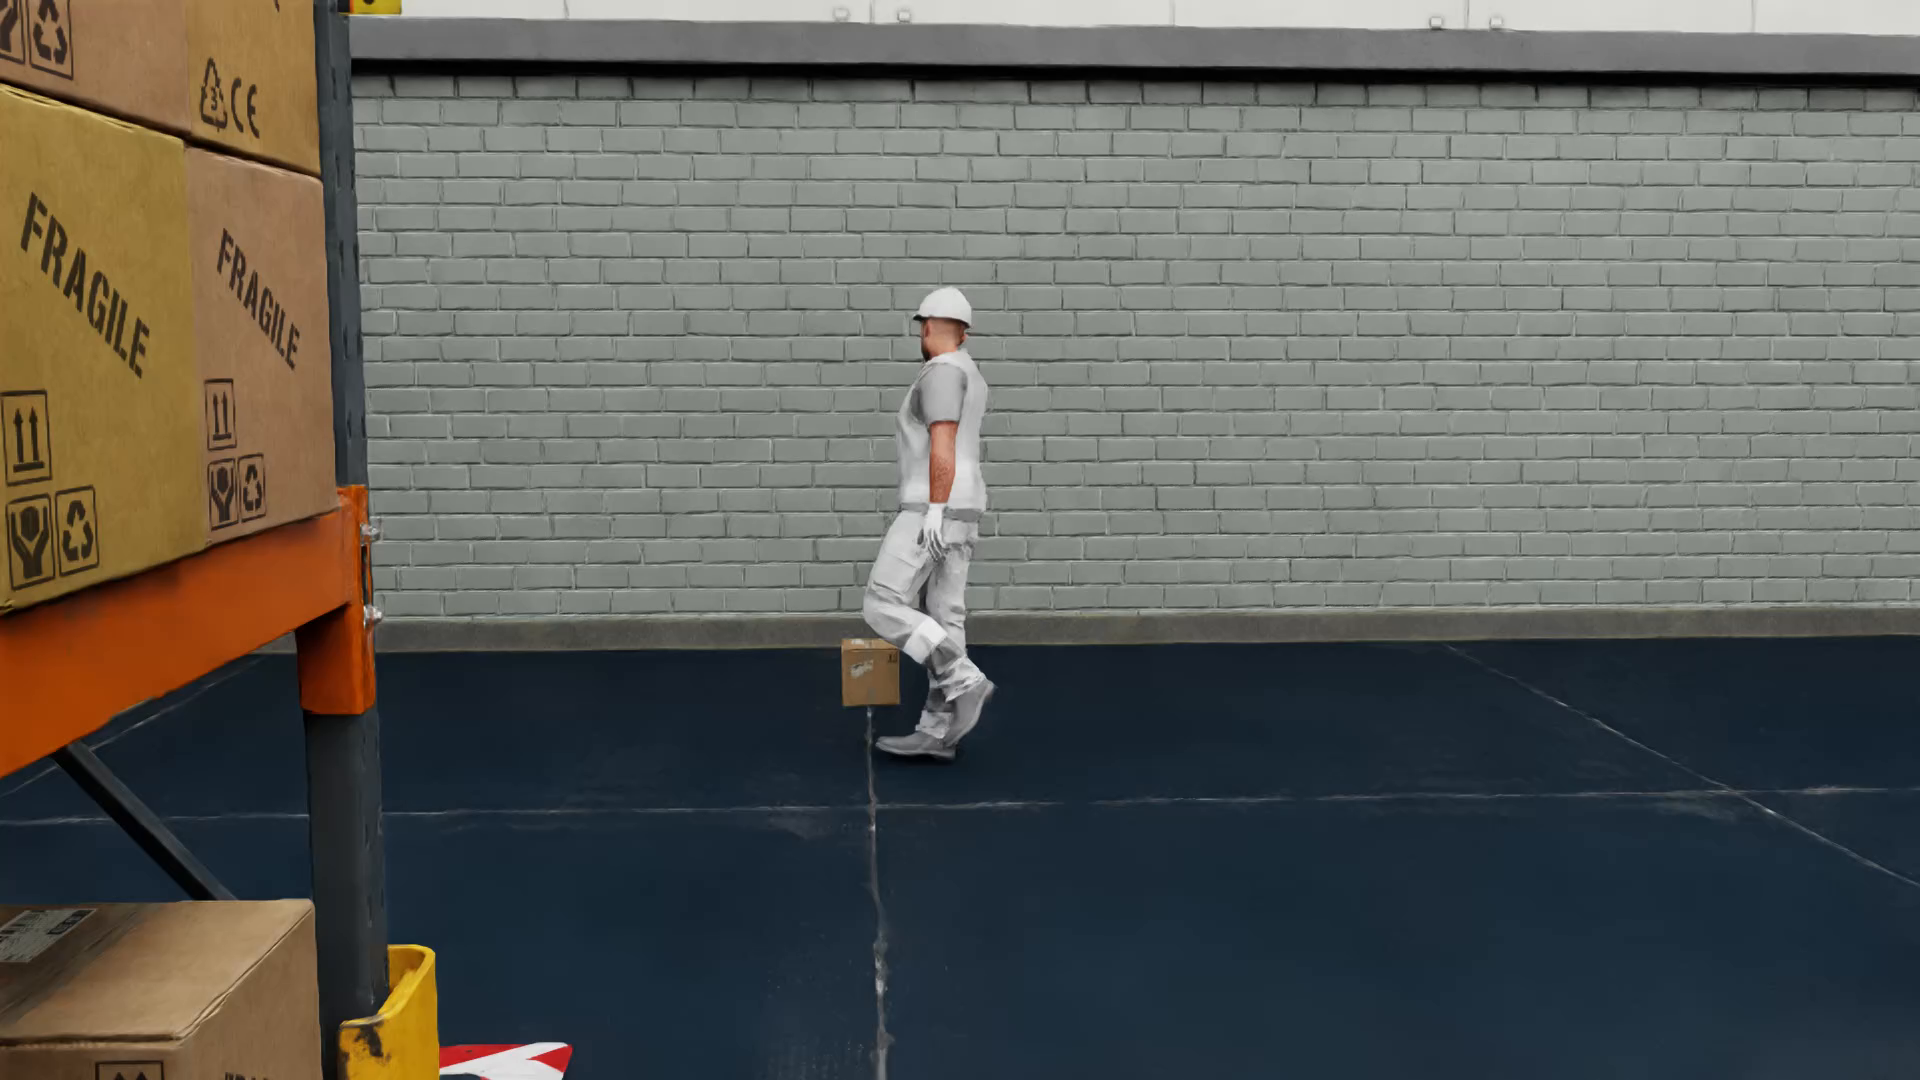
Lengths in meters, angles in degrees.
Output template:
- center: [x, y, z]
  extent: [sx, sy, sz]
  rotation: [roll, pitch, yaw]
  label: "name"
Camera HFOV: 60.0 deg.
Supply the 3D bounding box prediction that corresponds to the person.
- center: [-0.072, -0.066, 6.250]
  extent: [0.519, 1.761, 0.731]
  rotation: [2, 7, 13]
  label: "person"
